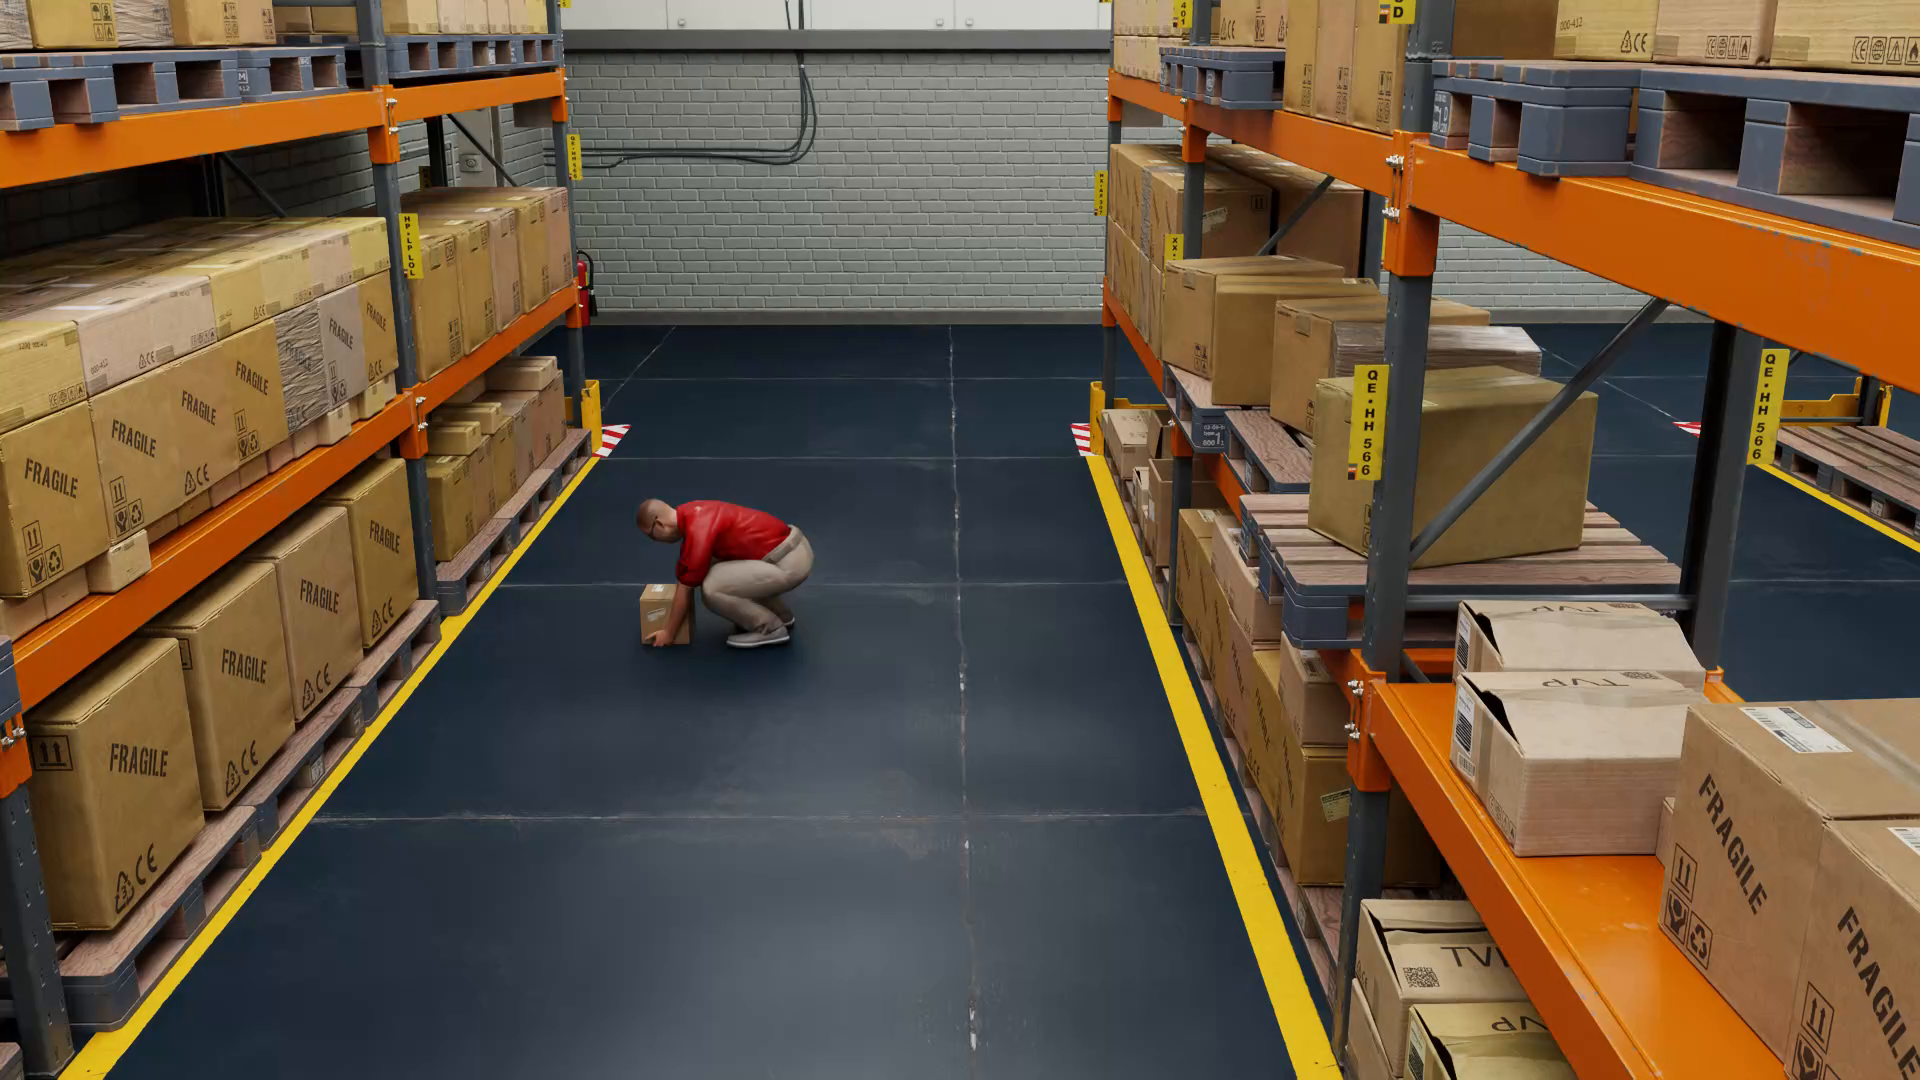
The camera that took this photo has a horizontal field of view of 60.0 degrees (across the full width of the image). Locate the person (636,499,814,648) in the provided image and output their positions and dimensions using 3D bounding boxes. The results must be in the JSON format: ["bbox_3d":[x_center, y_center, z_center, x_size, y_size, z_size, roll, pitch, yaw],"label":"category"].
[{"bbox_3d":[-1.226,0.179,8.754,0.902,0.849,0.541,0,17,-2],"label":"person"}]
